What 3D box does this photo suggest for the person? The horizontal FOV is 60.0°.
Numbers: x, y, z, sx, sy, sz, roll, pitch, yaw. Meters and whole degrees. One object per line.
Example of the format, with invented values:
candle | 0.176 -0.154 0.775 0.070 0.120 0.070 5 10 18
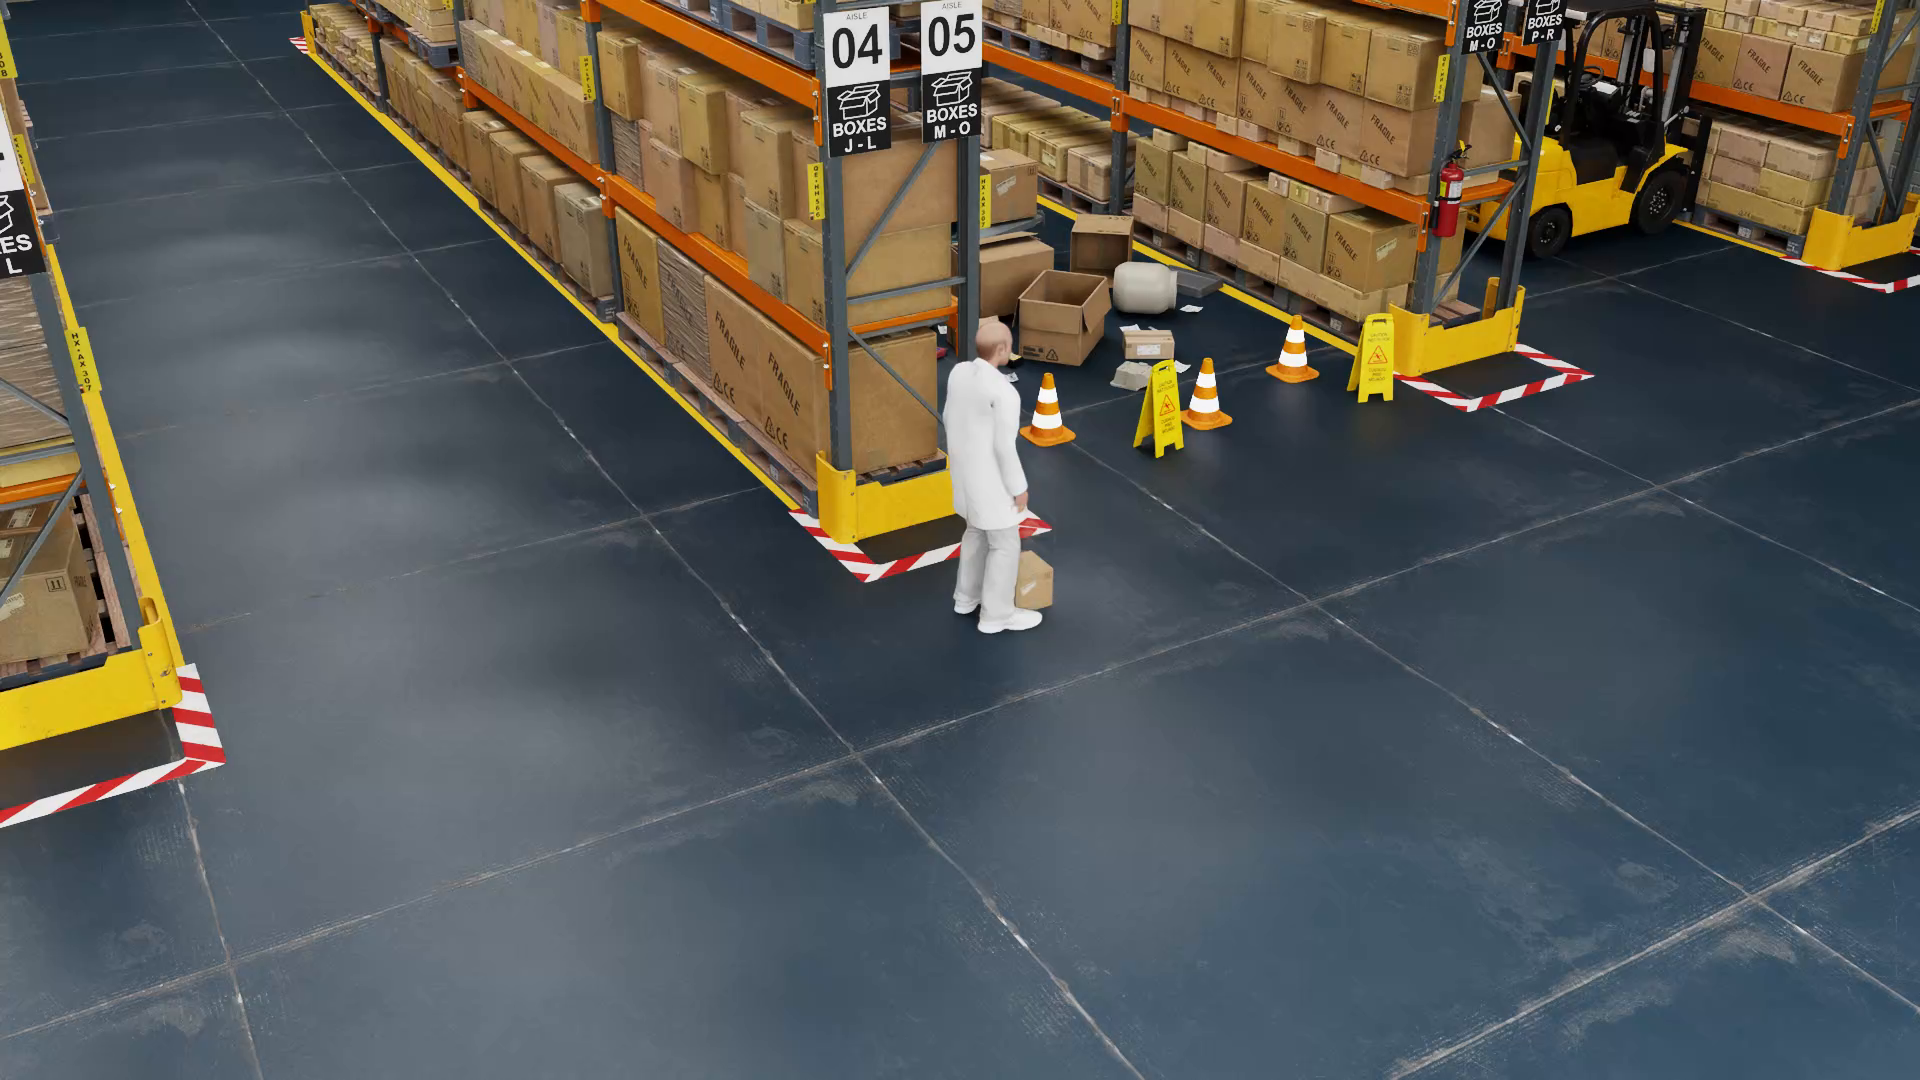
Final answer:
person | 0.153 -0.353 9.250 0.429 1.758 0.647 -18 33 -29
